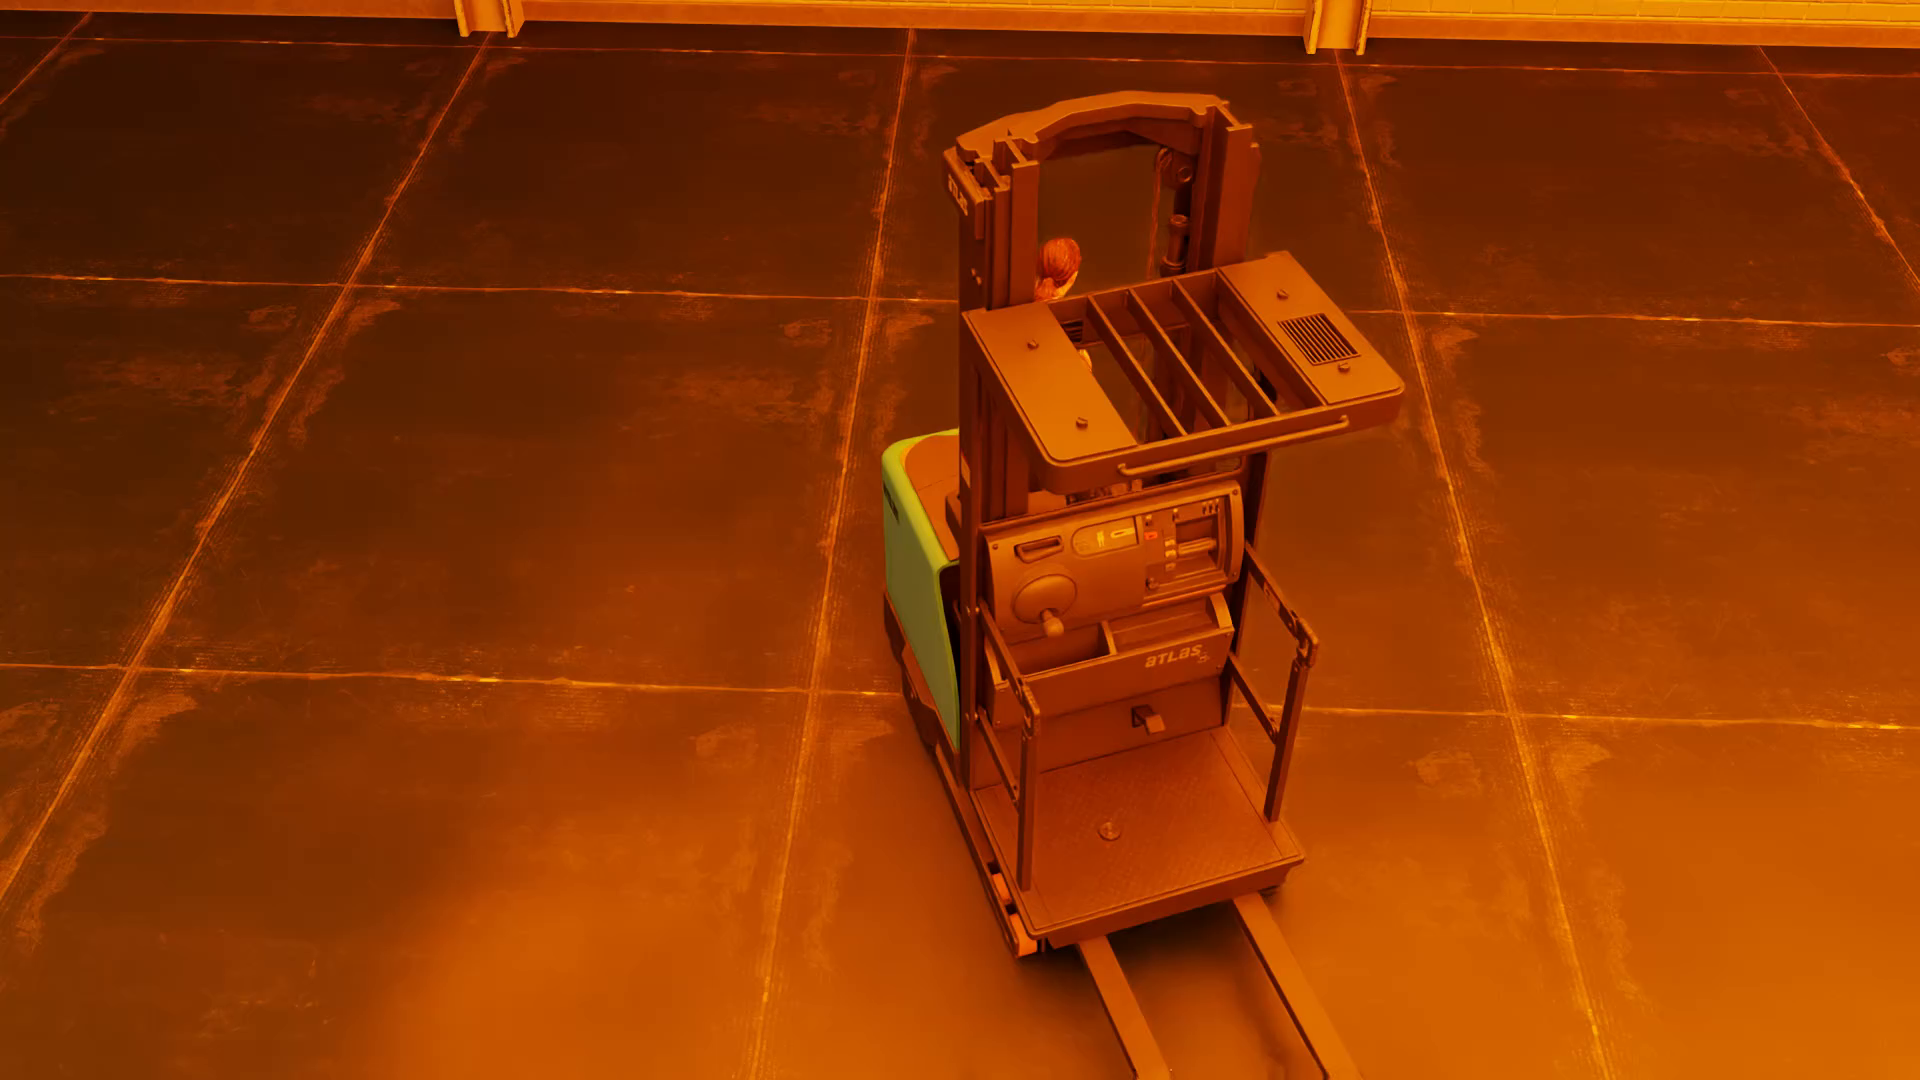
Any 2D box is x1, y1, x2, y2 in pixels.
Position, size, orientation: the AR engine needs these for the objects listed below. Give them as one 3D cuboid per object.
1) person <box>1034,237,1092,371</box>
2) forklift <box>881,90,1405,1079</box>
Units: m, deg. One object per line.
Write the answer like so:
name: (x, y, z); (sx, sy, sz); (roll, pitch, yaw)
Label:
person: (0.497, -0.615, 7.386); (0.926, 1.627, 0.641); (-9, 43, -10)
forklift: (0.613, 0.157, 5.570); (1.130, 2.935, 3.031); (-13, 44, -14)
